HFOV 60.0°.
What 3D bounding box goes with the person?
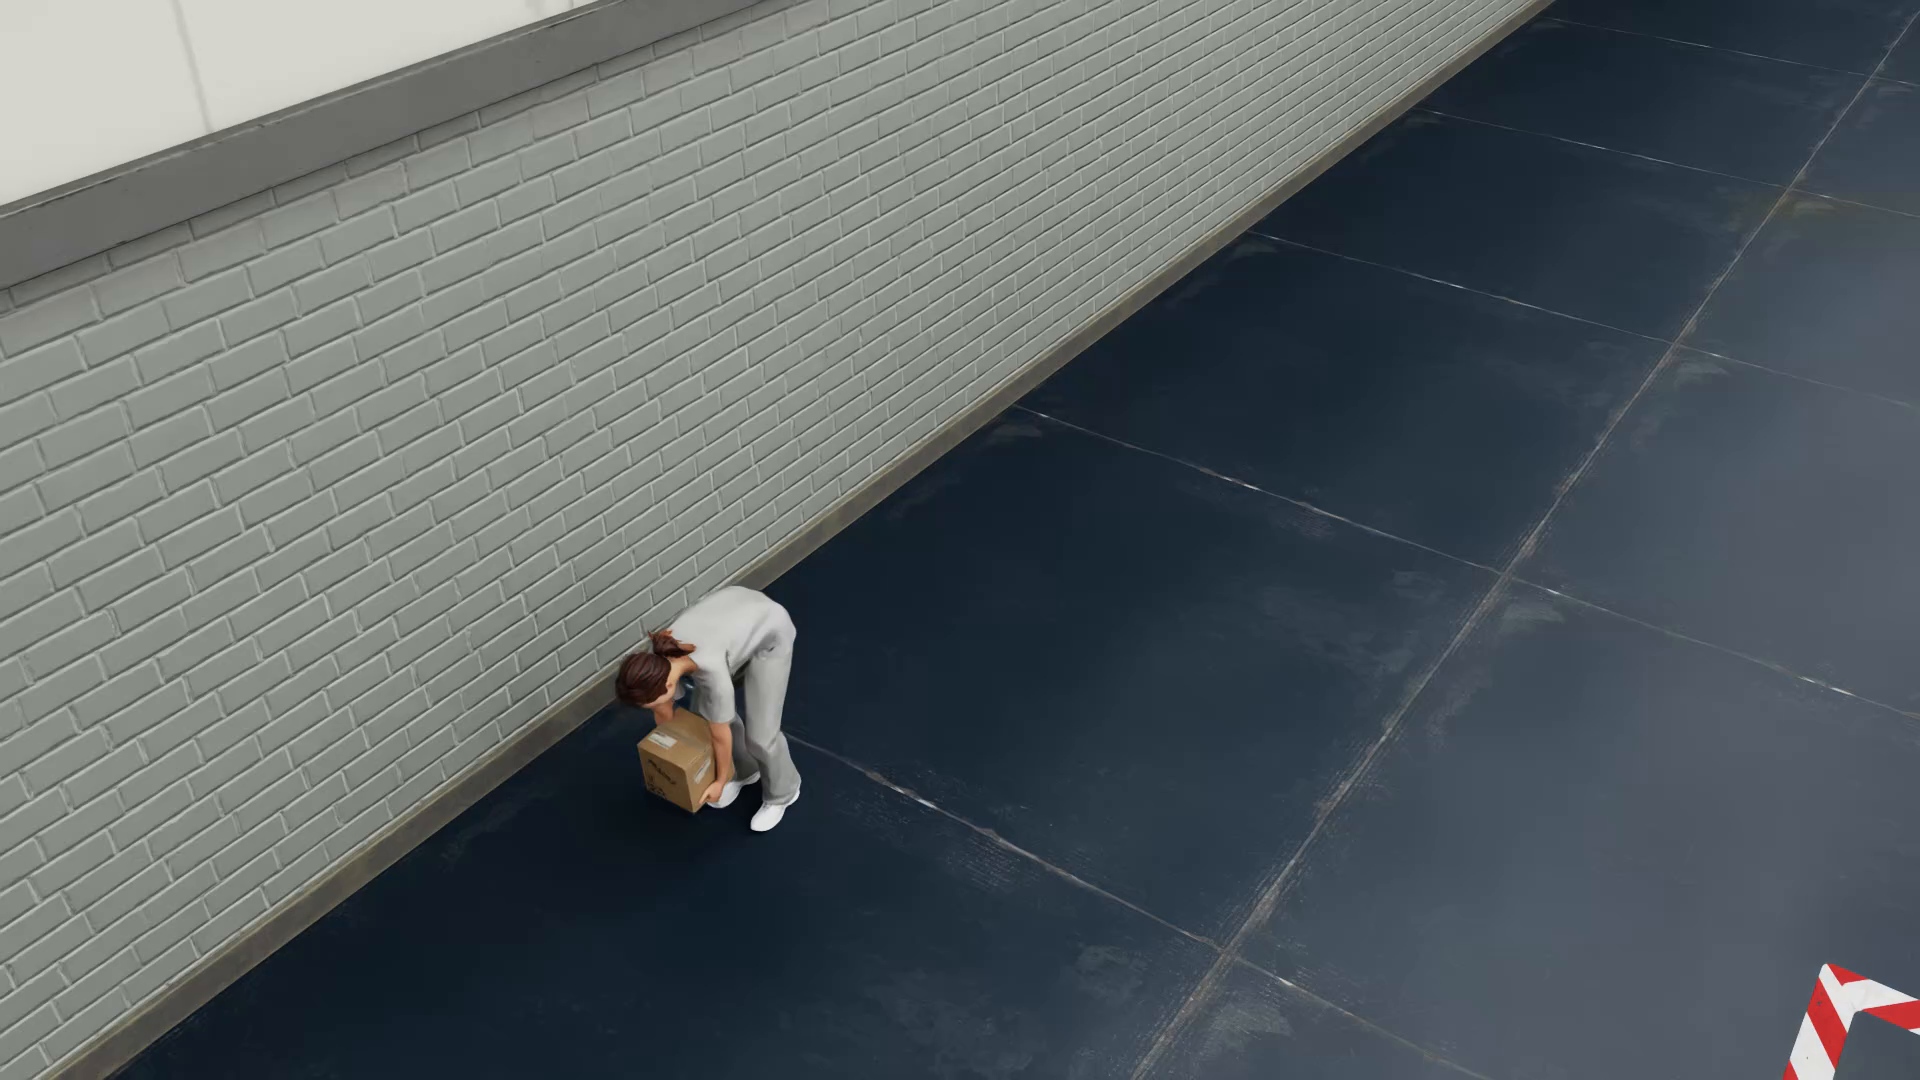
[{"bbox_3d":[-0.983,0.726,6.550,0.422,1.162,0.864,20,40,27],"label":"person"}]
